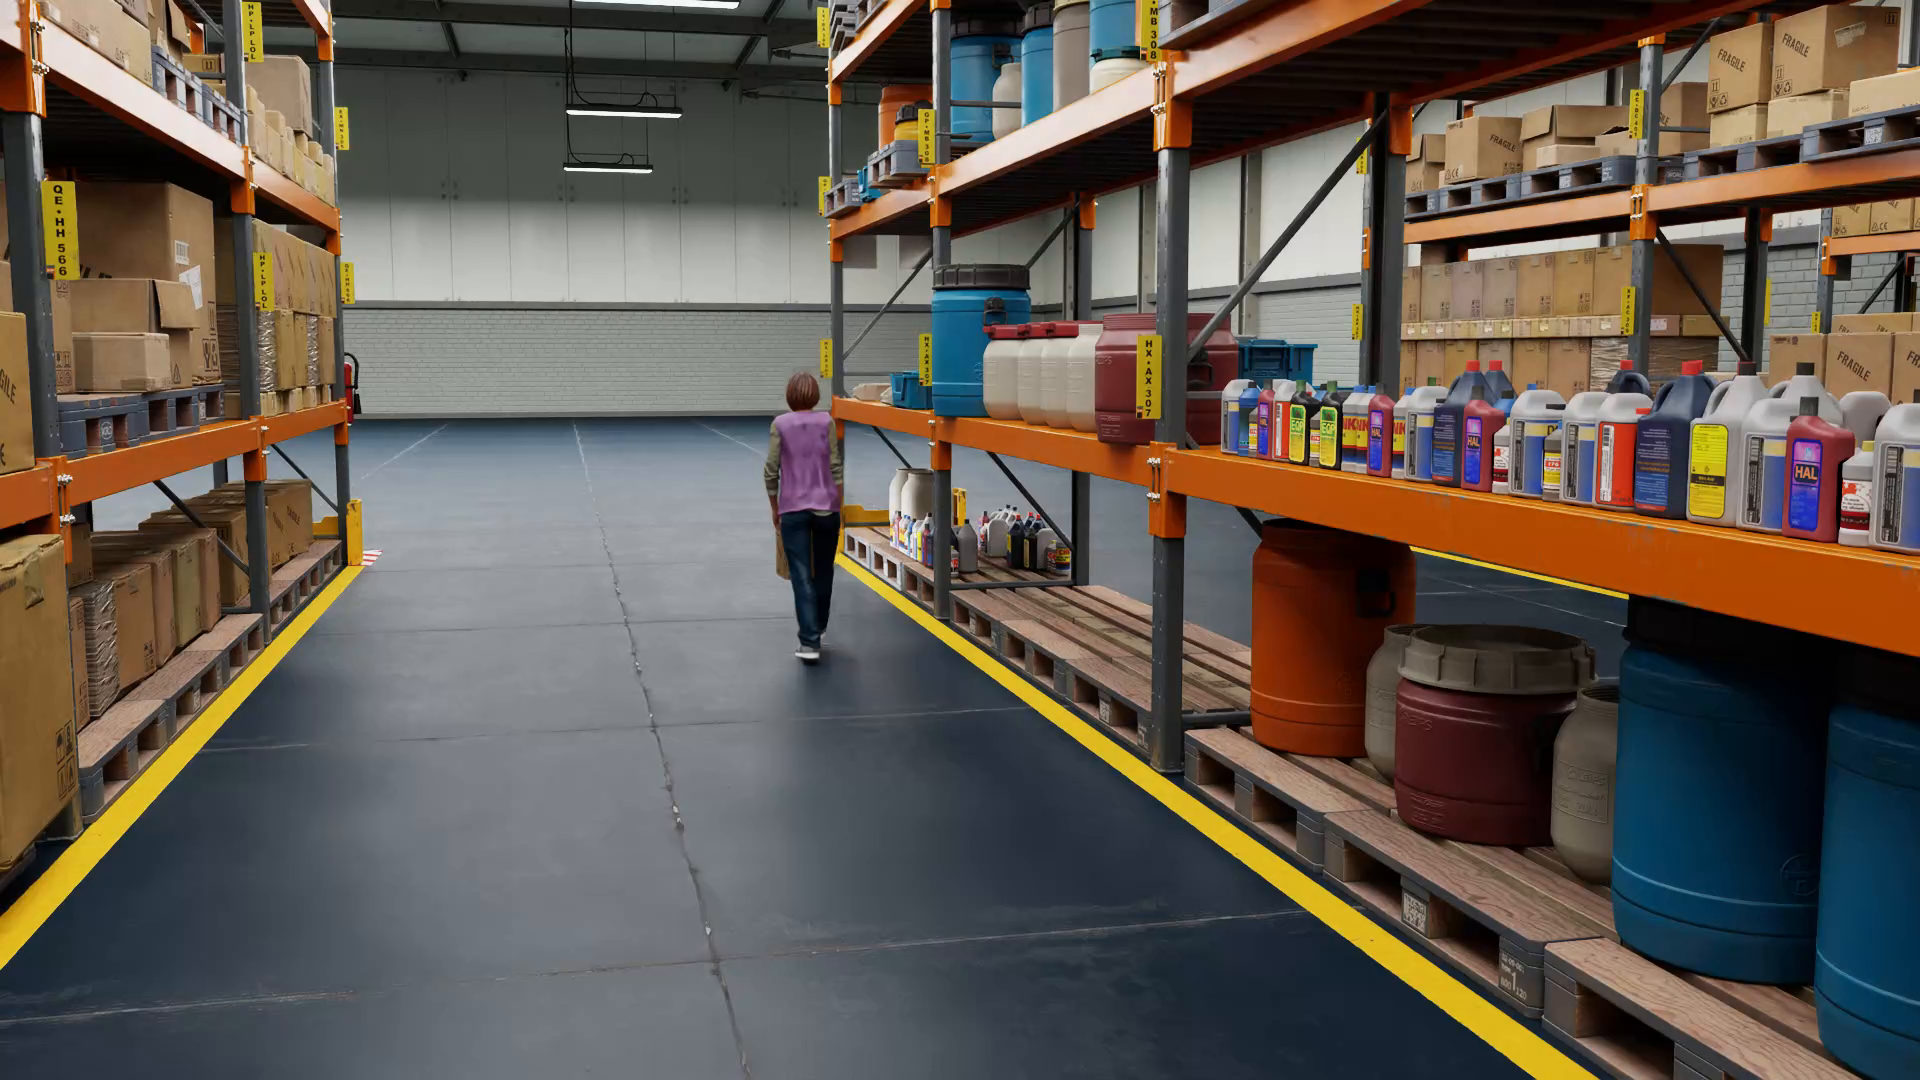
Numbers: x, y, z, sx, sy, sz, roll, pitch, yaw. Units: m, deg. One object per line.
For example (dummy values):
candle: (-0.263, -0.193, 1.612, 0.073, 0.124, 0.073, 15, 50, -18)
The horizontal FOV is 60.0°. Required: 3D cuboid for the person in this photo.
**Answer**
person: (-0.881, -0.158, 9.286, 0.433, 1.558, 0.886, -2, 7, -14)
